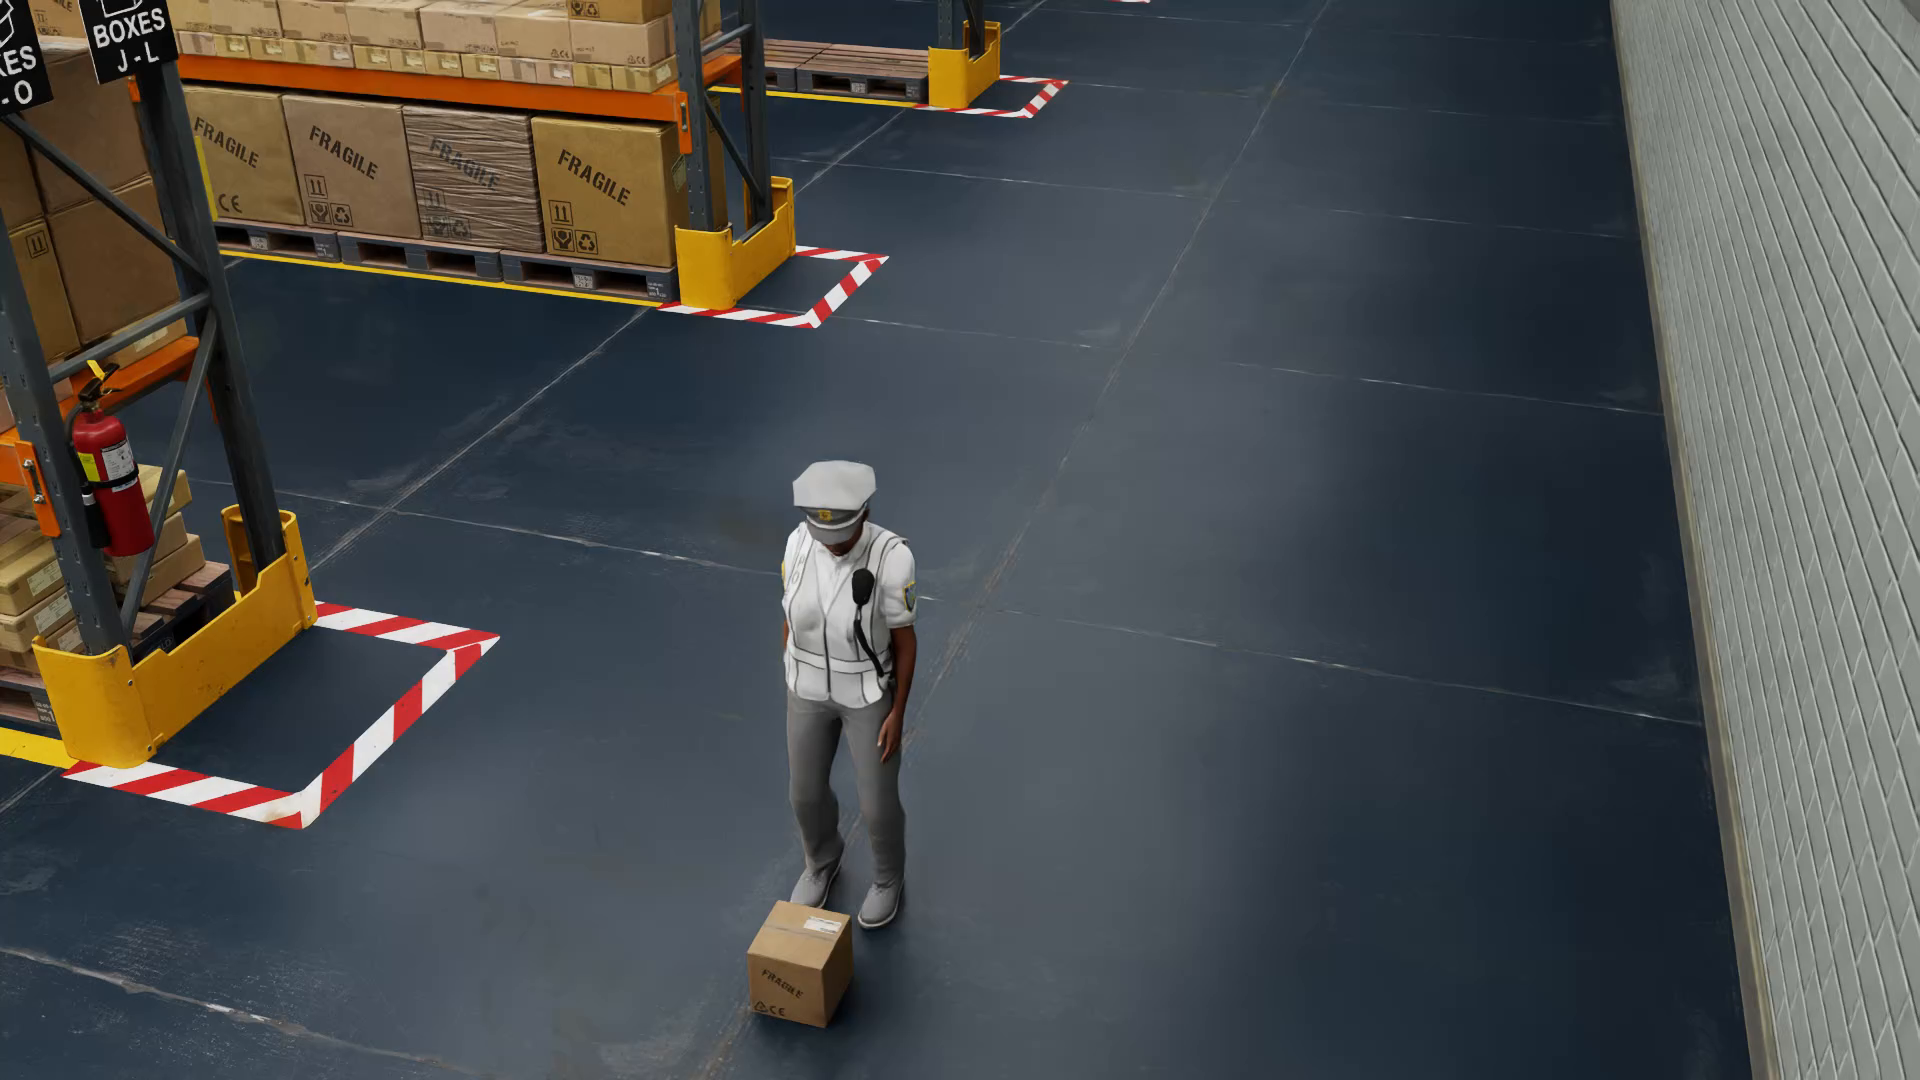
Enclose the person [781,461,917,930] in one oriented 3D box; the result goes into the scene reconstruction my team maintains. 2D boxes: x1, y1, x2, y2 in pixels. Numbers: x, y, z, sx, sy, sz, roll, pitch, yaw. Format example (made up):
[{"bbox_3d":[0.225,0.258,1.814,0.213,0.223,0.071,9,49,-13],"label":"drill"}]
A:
[{"bbox_3d":[-0.346,0.503,5.260,0.444,1.648,0.366,9,31,16],"label":"person"}]
